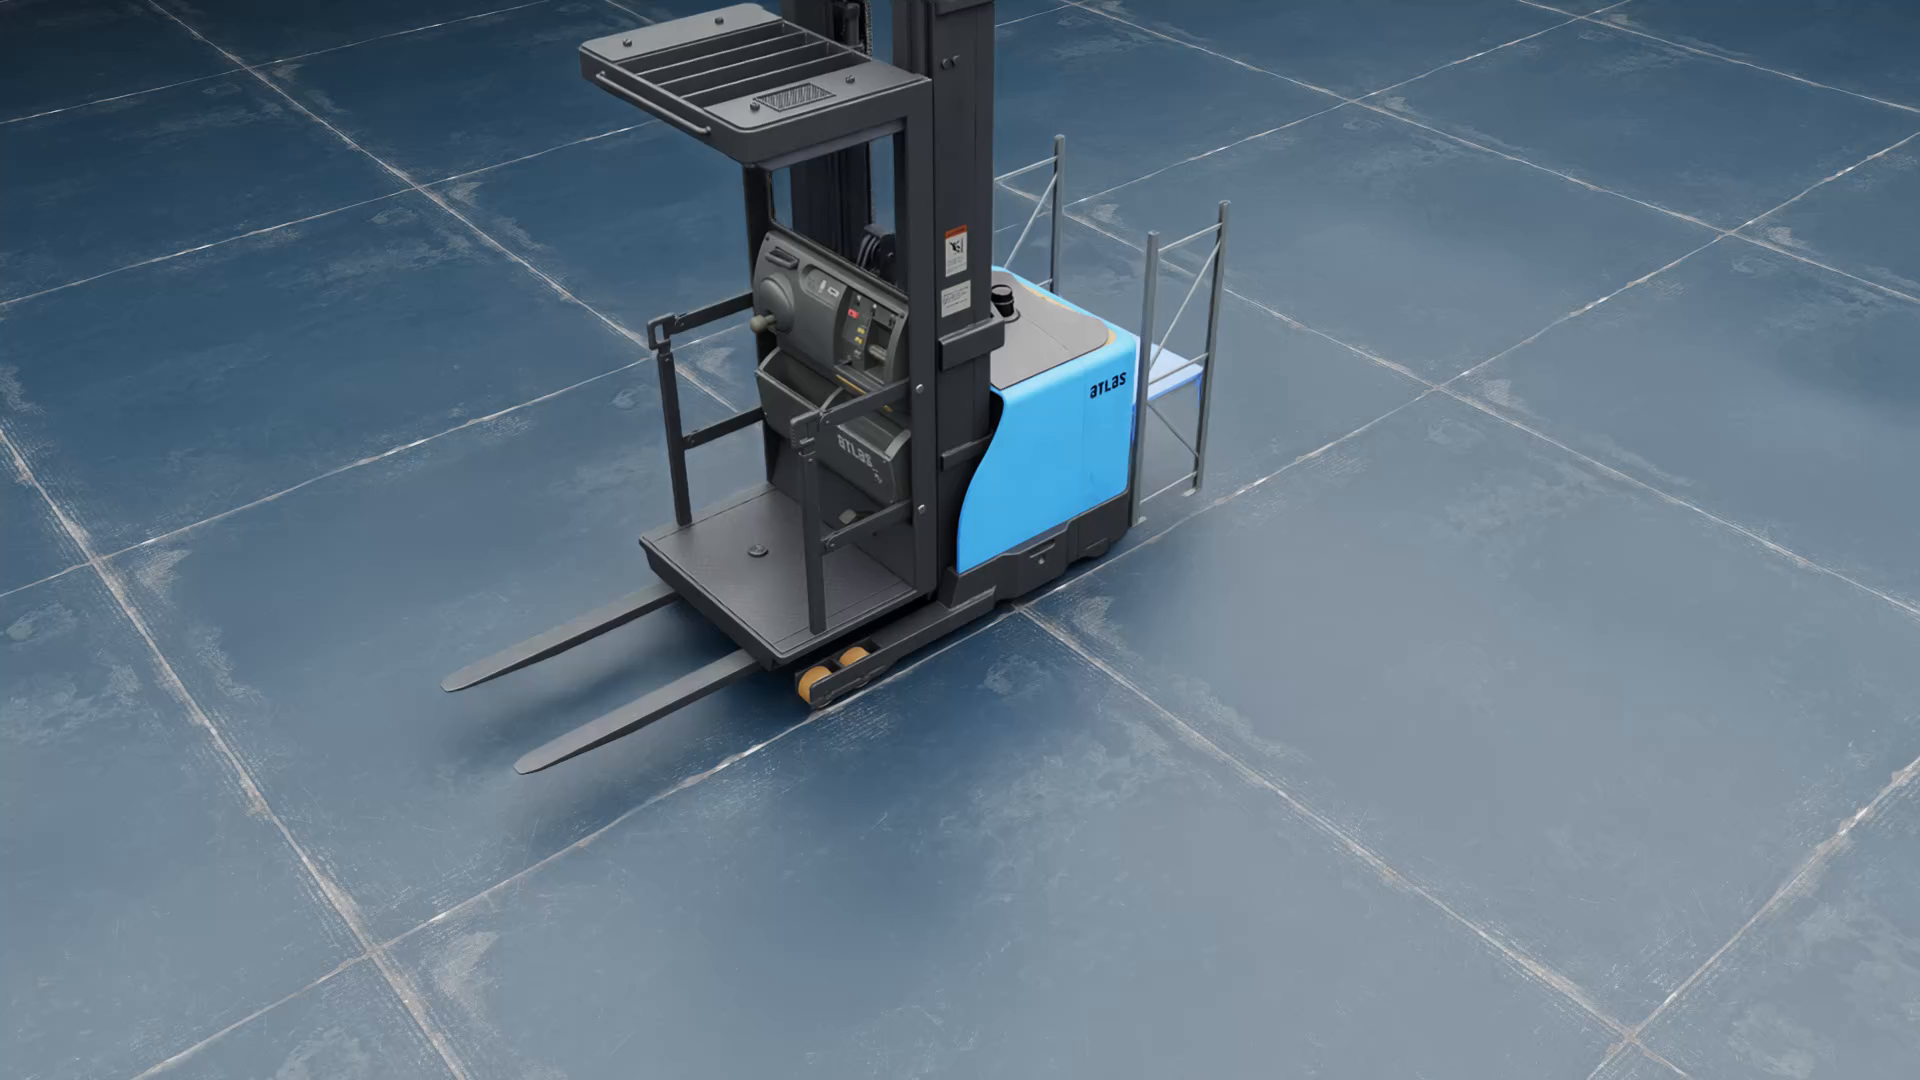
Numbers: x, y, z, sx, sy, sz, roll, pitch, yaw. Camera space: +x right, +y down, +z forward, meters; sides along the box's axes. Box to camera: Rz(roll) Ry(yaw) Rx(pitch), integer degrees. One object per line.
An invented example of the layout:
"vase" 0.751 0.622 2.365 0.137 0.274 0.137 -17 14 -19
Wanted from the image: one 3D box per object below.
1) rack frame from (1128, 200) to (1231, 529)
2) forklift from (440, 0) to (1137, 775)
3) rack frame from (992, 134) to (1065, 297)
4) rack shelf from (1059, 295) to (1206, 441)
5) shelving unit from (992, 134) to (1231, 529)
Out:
"rack frame" 0.983 -0.768 7.536 0.500 1.500 0.032 -28 44 -33
"forklift" -0.679 -0.857 6.424 3.031 2.935 1.130 -26 43 -32
"rack frame" 0.301 -1.204 8.152 0.500 1.500 0.032 -28 44 -33
"rack shelf" 0.642 -0.839 7.948 0.538 0.185 1.000 -28 44 -33
"shelving unit" 0.642 -0.986 7.844 0.538 1.500 1.048 -28 44 -33
